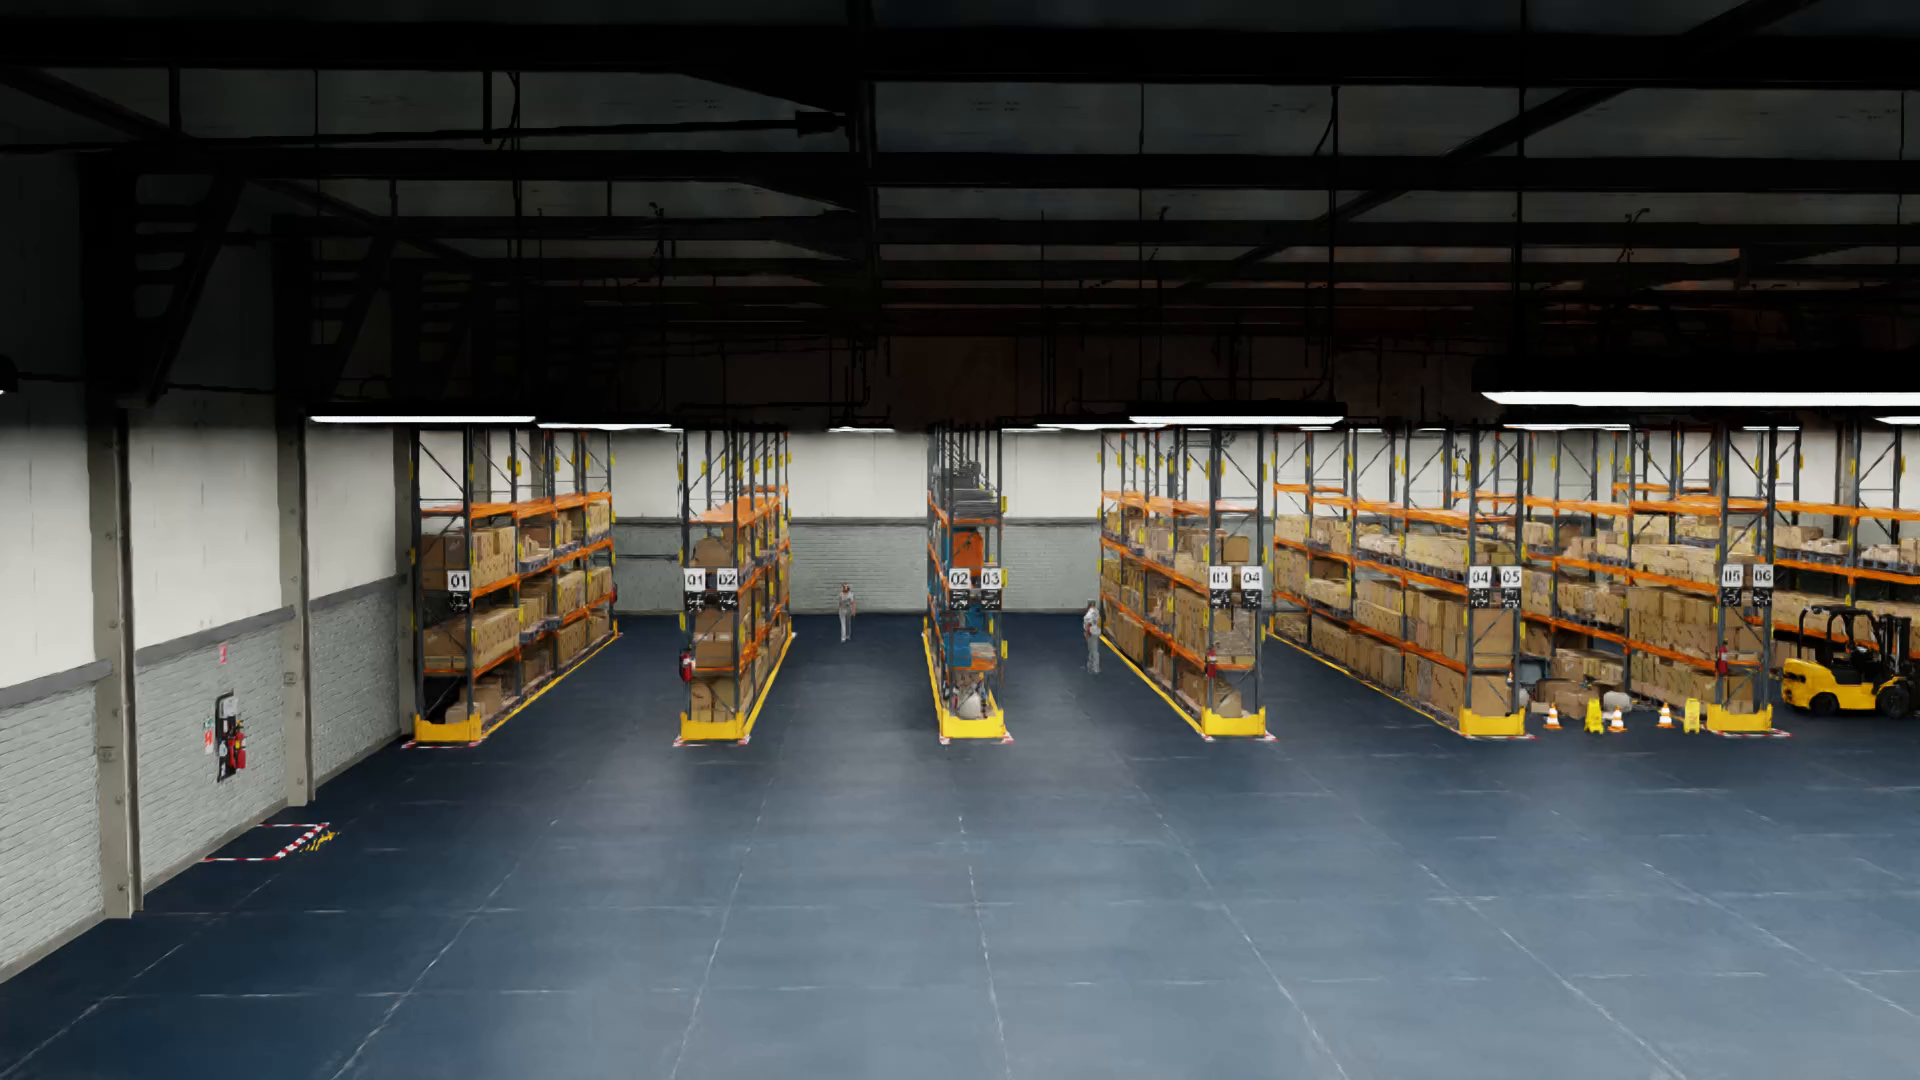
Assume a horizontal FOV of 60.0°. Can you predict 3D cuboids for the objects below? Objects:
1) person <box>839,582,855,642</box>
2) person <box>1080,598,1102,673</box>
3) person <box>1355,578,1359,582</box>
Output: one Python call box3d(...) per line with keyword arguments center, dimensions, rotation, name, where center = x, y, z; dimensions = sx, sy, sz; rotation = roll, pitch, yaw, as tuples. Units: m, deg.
box3d(center=(-3.126, 1.973, 45.920), dimensions=(0.455, 1.612, 1.019), rotation=(0, 4, -3), name="person")
box3d(center=(3.135, 2.278, 39.926), dimensions=(0.597, 1.746, 0.668), rotation=(1, 4, 21), name="person")
box3d(center=(11.095, 1.894, 46.826), dimensions=(0.490, 1.655, 0.580), rotation=(0, 4, 3), name="person")
